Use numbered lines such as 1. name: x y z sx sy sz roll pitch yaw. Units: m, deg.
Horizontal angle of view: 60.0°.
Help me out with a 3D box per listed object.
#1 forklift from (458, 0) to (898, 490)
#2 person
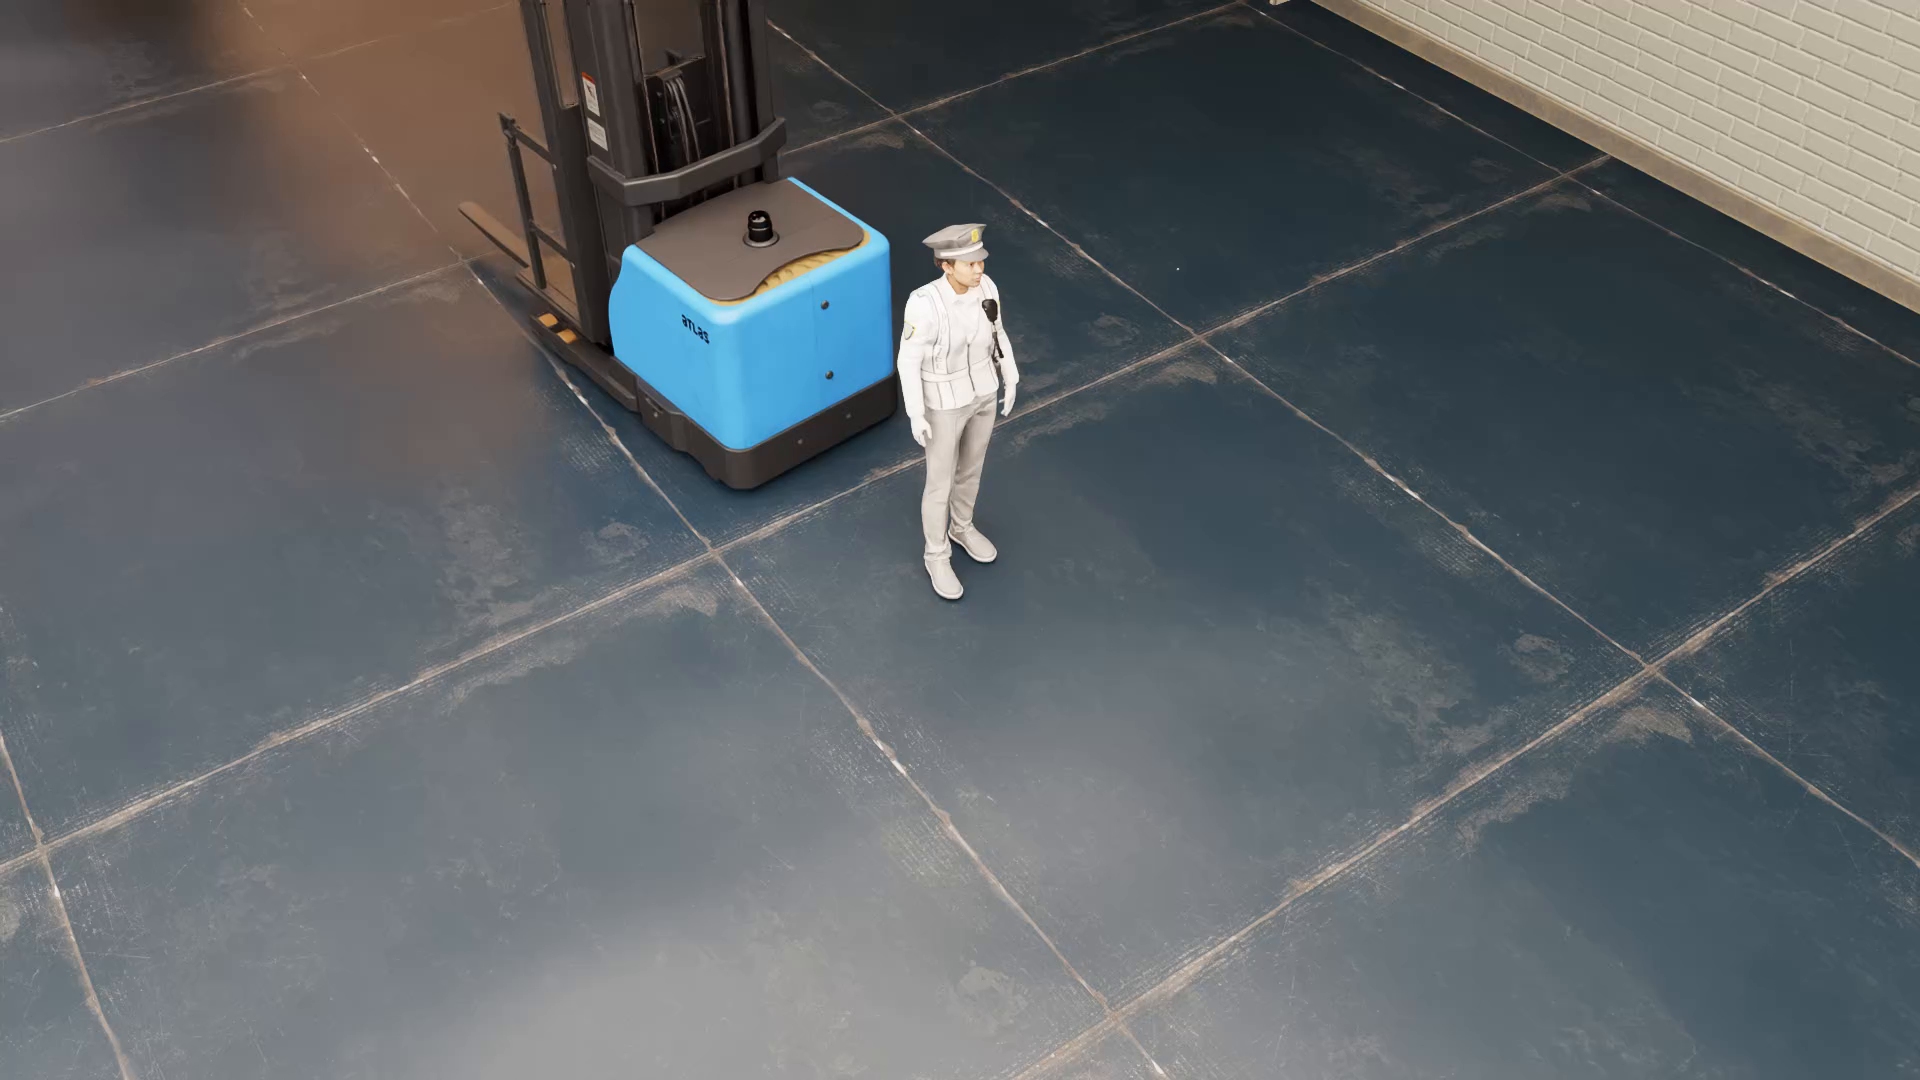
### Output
1. forklift: -1.668 -2.243 8.149 1.130 2.935 3.031 -31 51 -29
2. person: 0.034 -0.588 7.255 0.587 1.695 0.531 -25 48 -25
